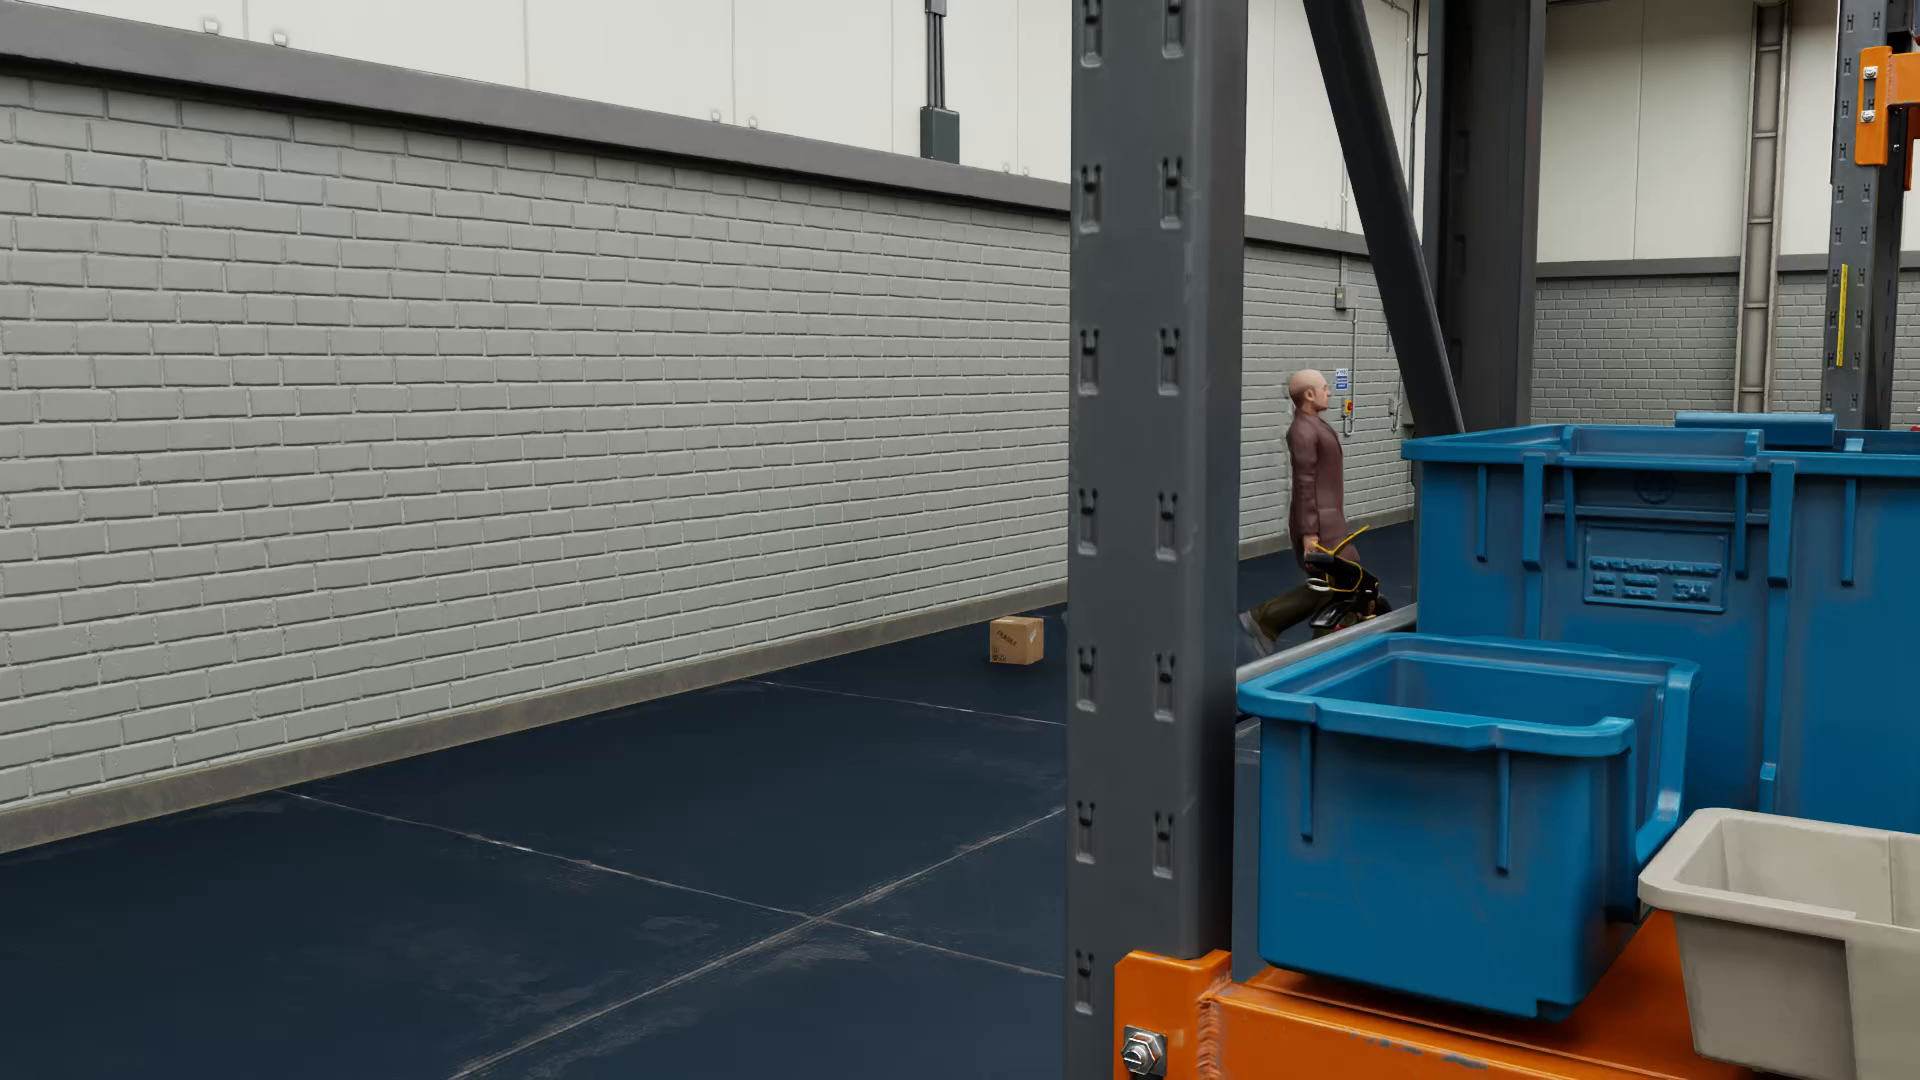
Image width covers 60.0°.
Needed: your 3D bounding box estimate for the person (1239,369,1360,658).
[{"bbox_3d":[1.984,-0.076,9.317,0.716,1.753,0.602,1,6,12],"label":"person"}]
